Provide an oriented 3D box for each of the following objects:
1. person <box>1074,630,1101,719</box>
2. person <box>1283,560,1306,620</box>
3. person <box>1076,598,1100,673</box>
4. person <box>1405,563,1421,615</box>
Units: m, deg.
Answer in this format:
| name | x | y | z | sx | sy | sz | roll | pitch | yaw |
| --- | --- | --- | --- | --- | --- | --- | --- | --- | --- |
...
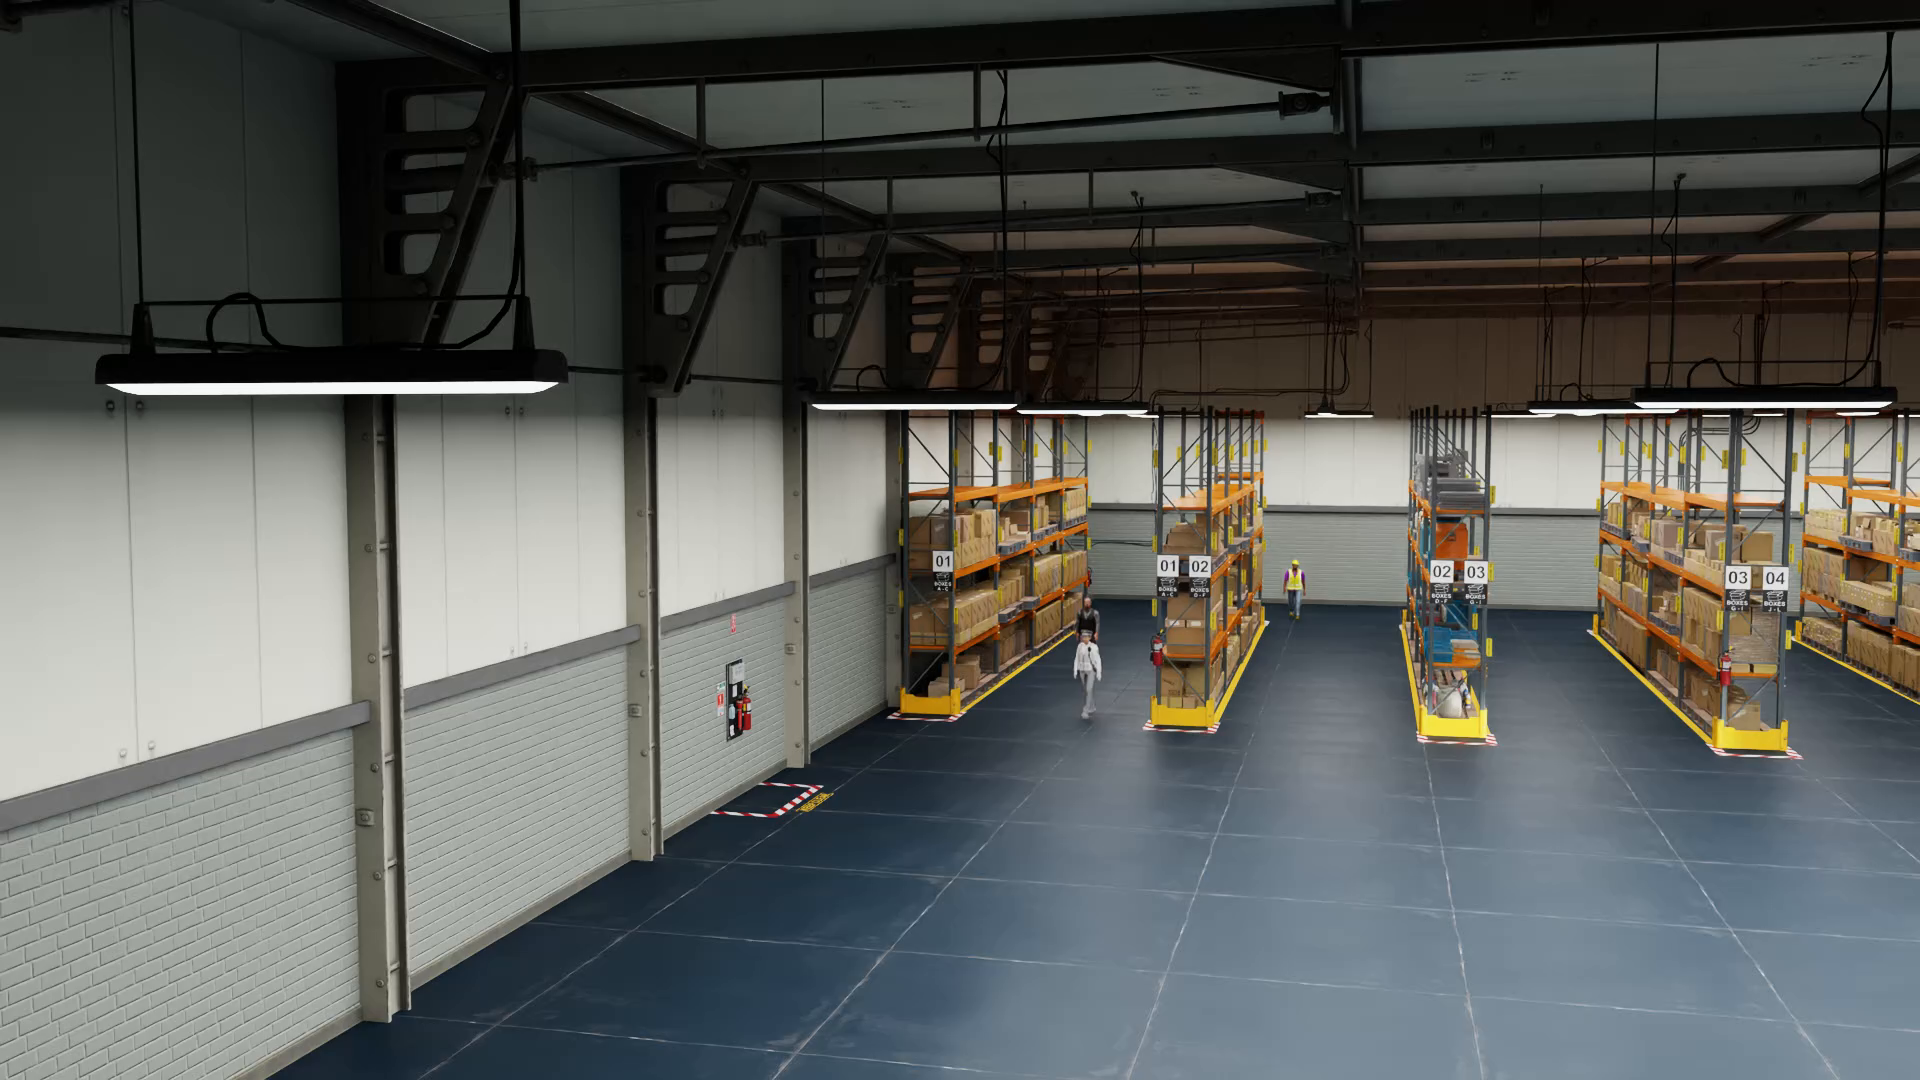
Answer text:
| name | x | y | z | sx | sy | sz | roll | pitch | yaw |
| --- | --- | --- | --- | --- | --- | --- | --- | --- | --- |
| person | 2.442 | 2.575 | 32.314 | 0.511 | 1.673 | 0.797 | 3 | 5 | 38 |
| person | 9.629 | 1.430 | 47.856 | 0.647 | 1.714 | 1.091 | 1 | 4 | 10 |
| person | 2.917 | 2.158 | 37.846 | 0.549 | 1.661 | 1.080 | 0 | 4 | 5 |
| person | 12.915 | 1.473 | 47.181 | 0.833 | 1.692 | 0.542 | -2 | 4 | -23 |
